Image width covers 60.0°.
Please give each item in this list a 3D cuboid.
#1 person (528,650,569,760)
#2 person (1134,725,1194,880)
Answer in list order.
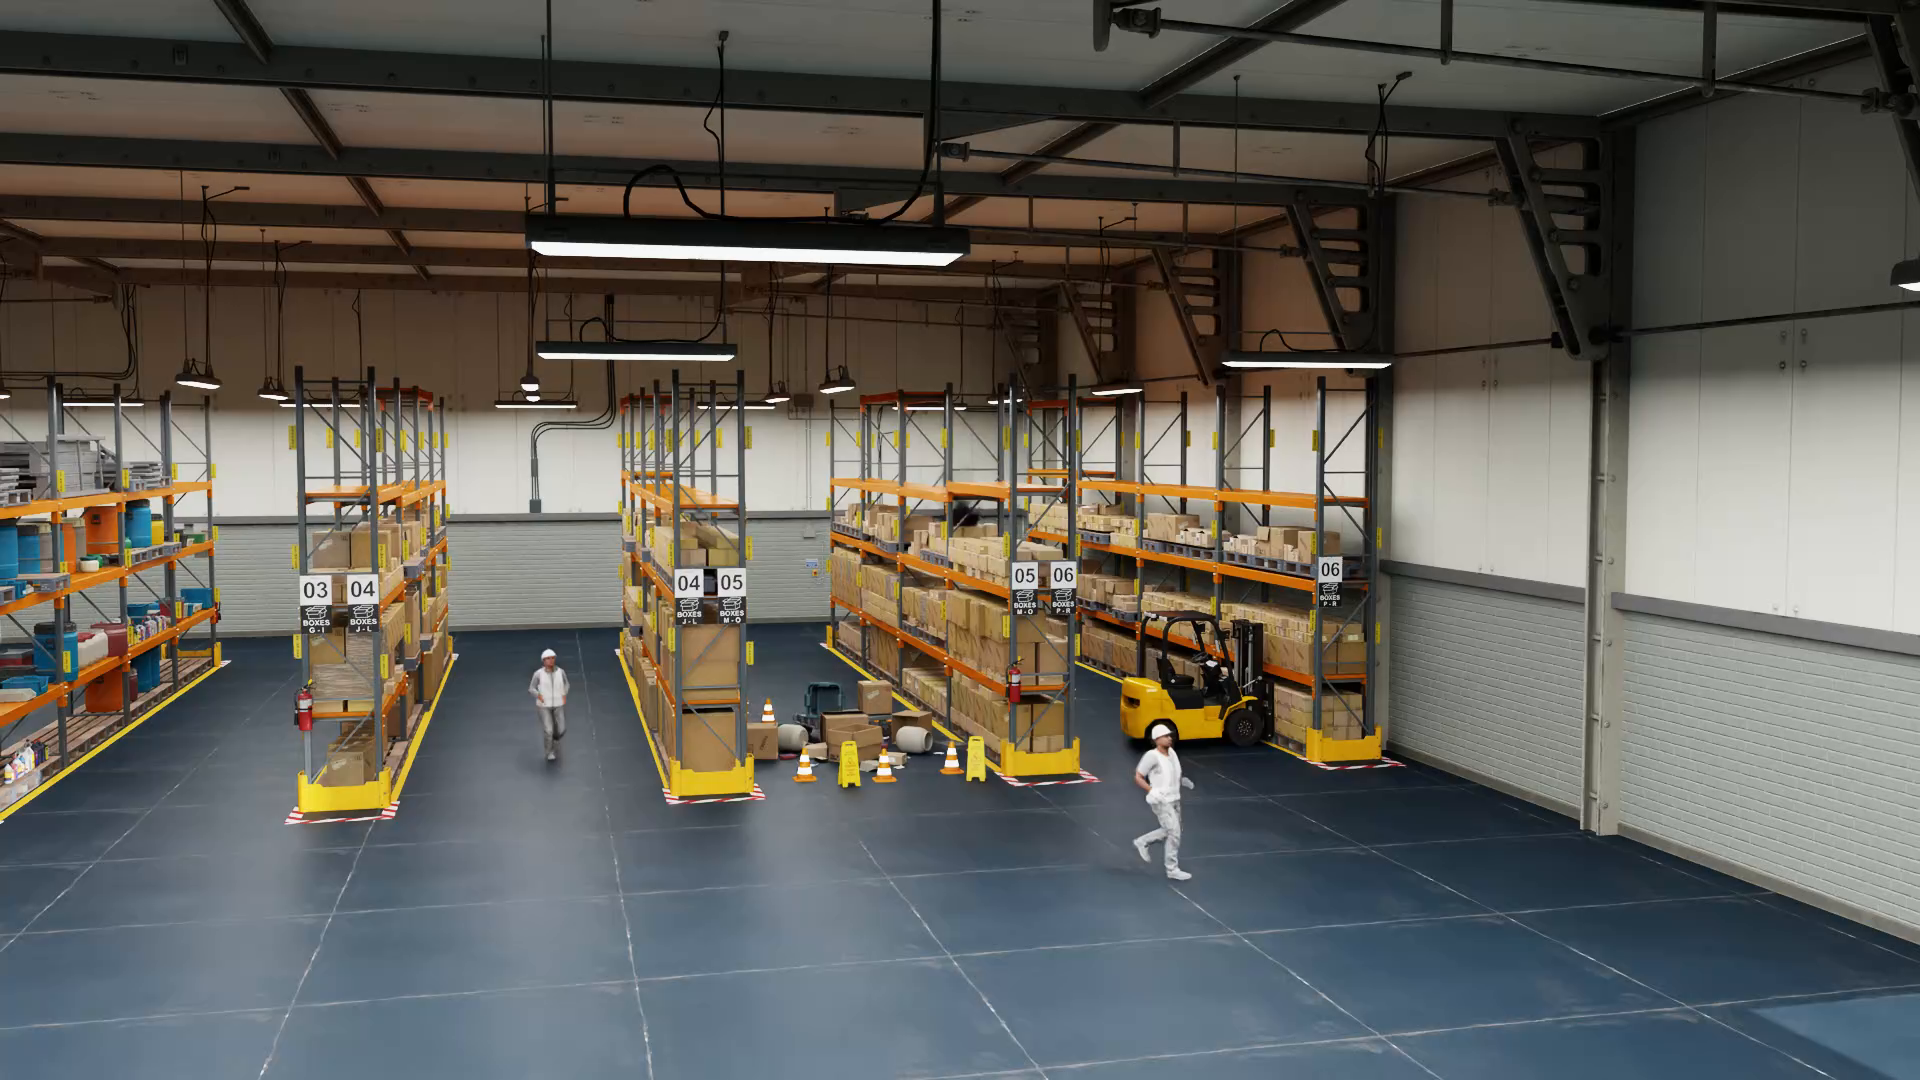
[{"bbox_3d":[-6.417,2.583,26.073,0.656,1.722,0.603,-2,4,-27],"label":"person"},{"bbox_3d":[2.309,2.991,19.081,0.818,1.750,0.696,3,4,37],"label":"person"}]
